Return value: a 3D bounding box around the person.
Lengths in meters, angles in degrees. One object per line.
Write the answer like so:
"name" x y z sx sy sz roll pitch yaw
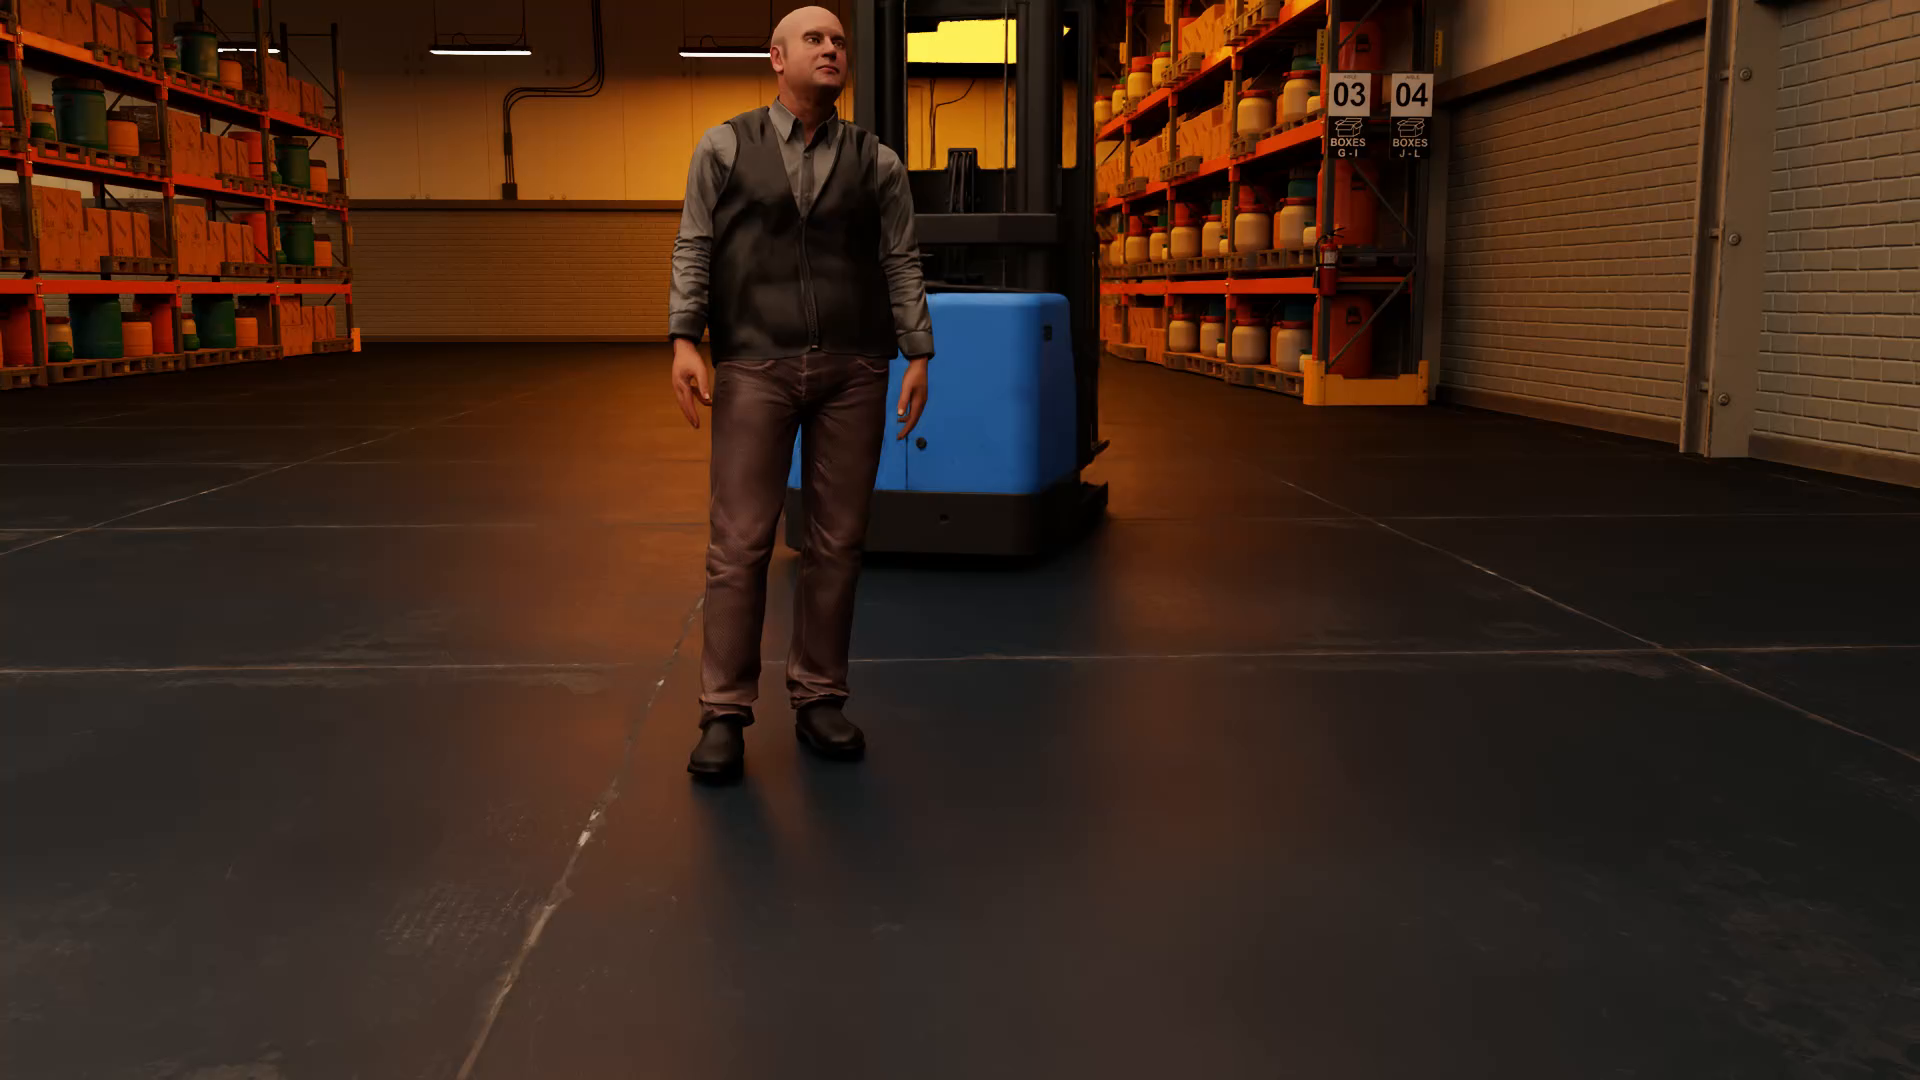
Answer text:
"person" -0.356 -0.365 3.855 0.634 1.723 0.566 -2 9 -15

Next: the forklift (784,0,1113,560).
"forklift" 0.110 -1.547 7.752 1.130 2.935 3.031 2 9 12
